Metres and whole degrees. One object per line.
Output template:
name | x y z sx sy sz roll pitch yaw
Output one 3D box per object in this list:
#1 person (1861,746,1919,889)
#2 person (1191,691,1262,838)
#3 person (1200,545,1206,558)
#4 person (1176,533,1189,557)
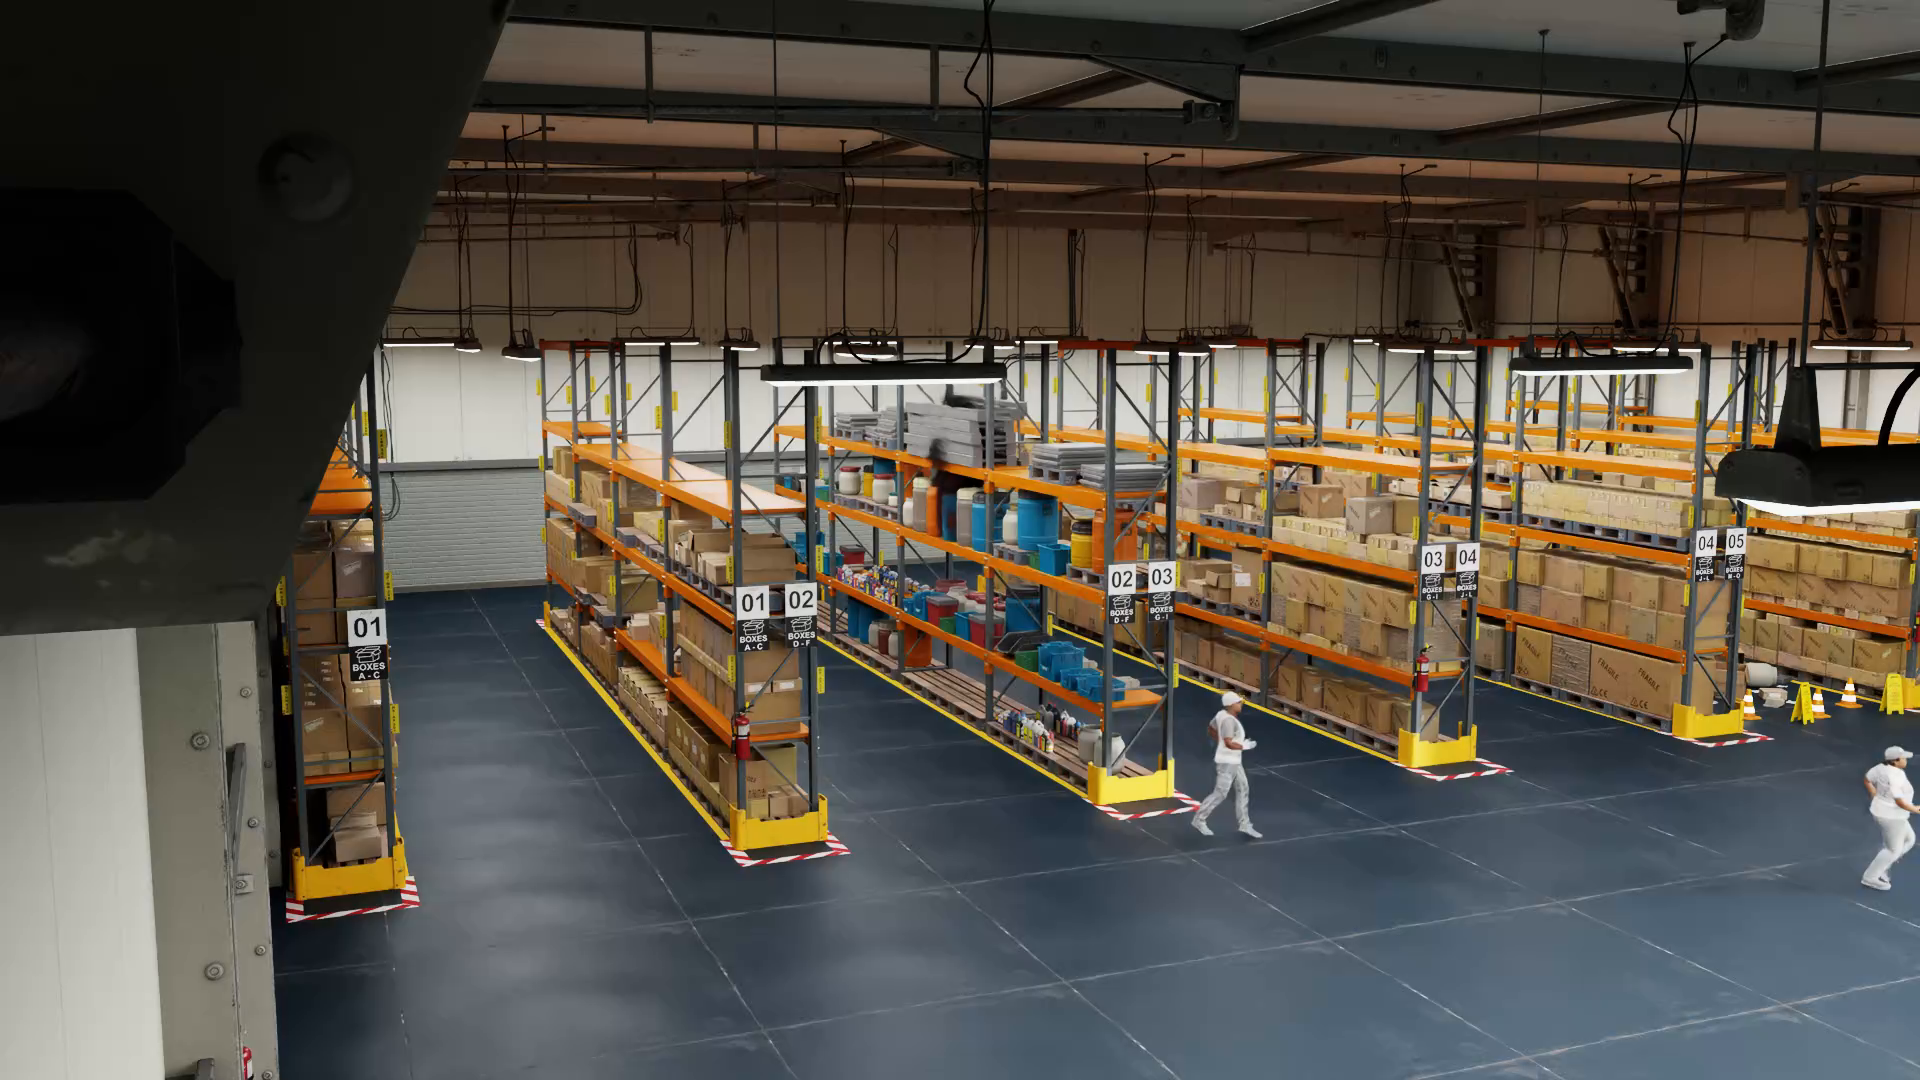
person | 10.481 3.103 18.683 0.588 1.626 0.618 1 8 9
person | 3.317 2.769 20.578 0.879 1.802 0.700 1 8 10
person | 6.148 0.140 41.524 0.692 1.621 0.617 2 8 18
person | 4.970 0.639 37.545 0.596 1.618 0.689 -2 8 -17
